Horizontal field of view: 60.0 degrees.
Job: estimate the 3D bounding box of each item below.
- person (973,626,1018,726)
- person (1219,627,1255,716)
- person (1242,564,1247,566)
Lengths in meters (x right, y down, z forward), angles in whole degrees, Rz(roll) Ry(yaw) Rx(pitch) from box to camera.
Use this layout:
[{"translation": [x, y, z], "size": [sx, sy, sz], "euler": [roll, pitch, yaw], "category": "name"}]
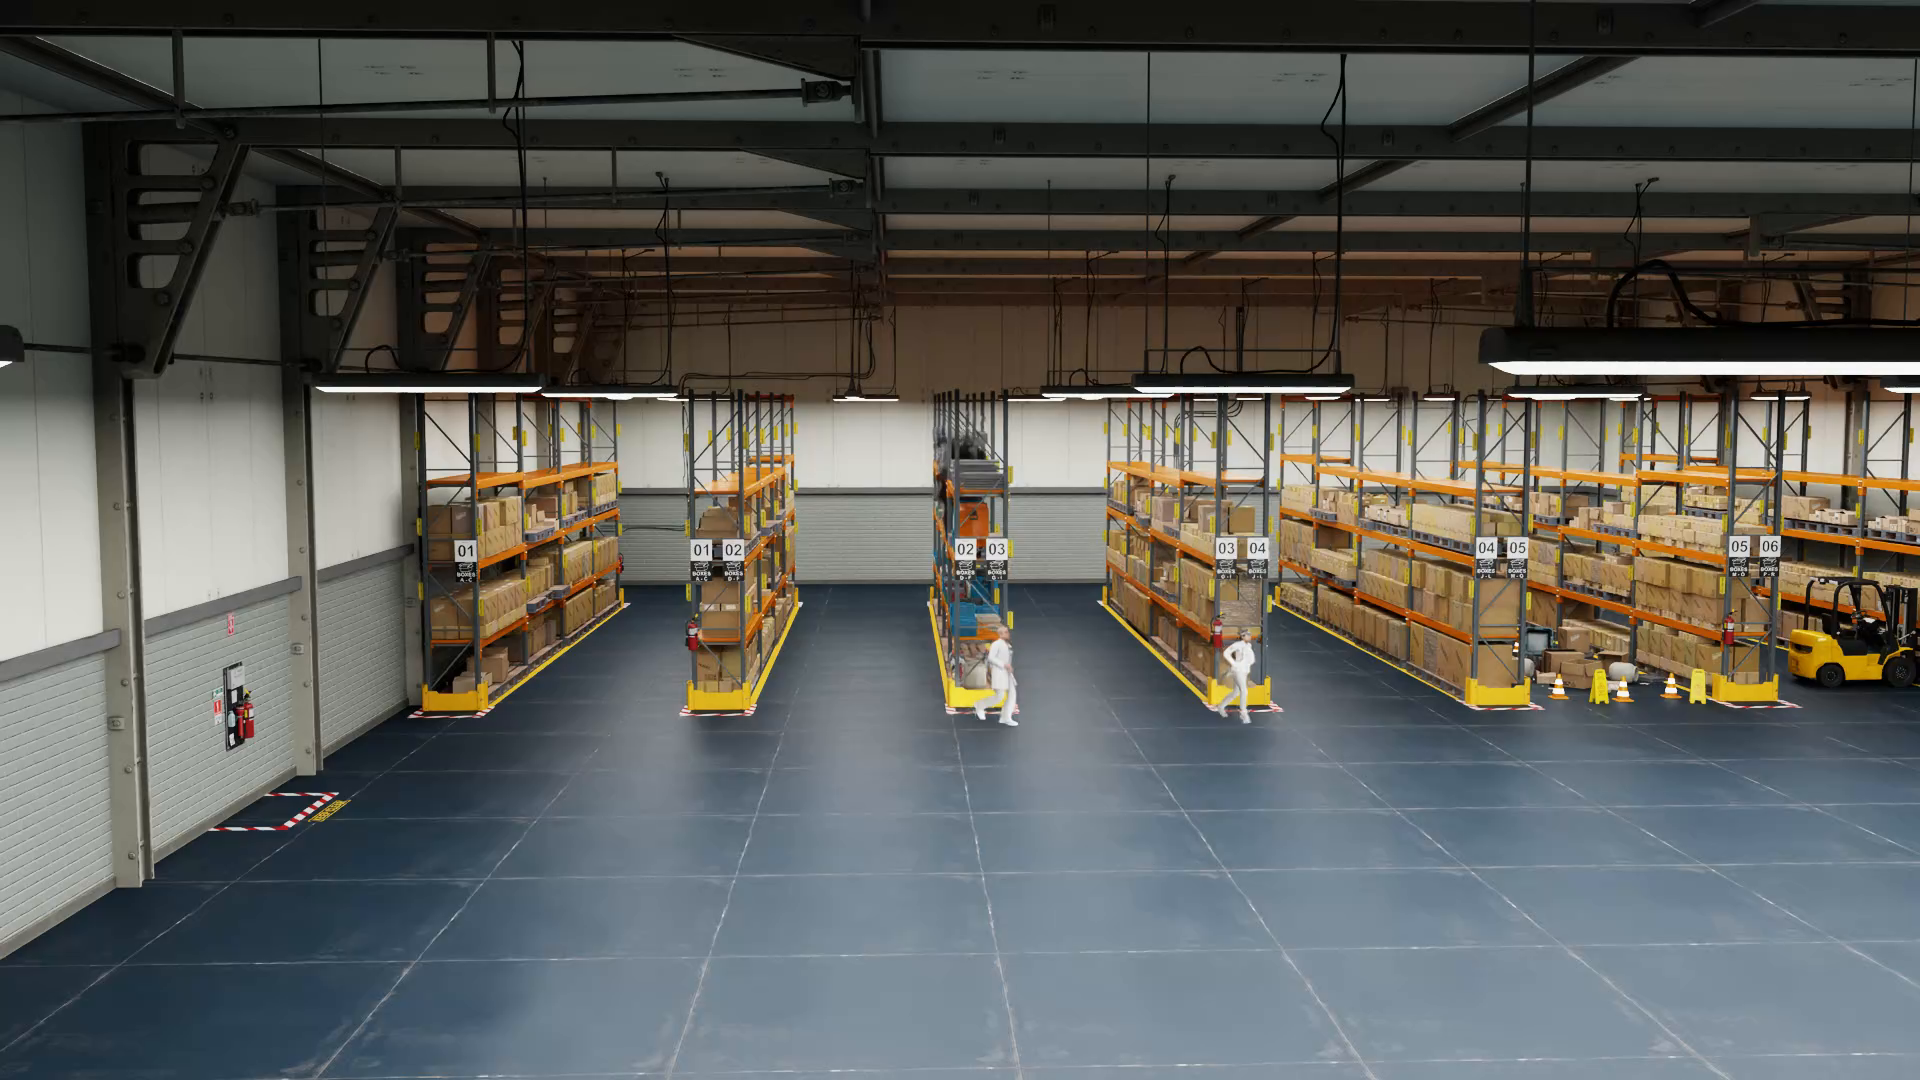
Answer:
[{"translation": [0.705, 2.426, 29.838], "size": [0.868, 1.758, 0.735], "euler": [2, 5, 27], "category": "person"}, {"translation": [5.043, 2.364, 30.216], "size": [0.666, 1.584, 0.590], "euler": [4, 6, 41], "category": "person"}, {"translation": [7.867, 1.003, 47.048], "size": [0.759, 1.750, 0.958], "euler": [1, 5, 16], "category": "person"}]
